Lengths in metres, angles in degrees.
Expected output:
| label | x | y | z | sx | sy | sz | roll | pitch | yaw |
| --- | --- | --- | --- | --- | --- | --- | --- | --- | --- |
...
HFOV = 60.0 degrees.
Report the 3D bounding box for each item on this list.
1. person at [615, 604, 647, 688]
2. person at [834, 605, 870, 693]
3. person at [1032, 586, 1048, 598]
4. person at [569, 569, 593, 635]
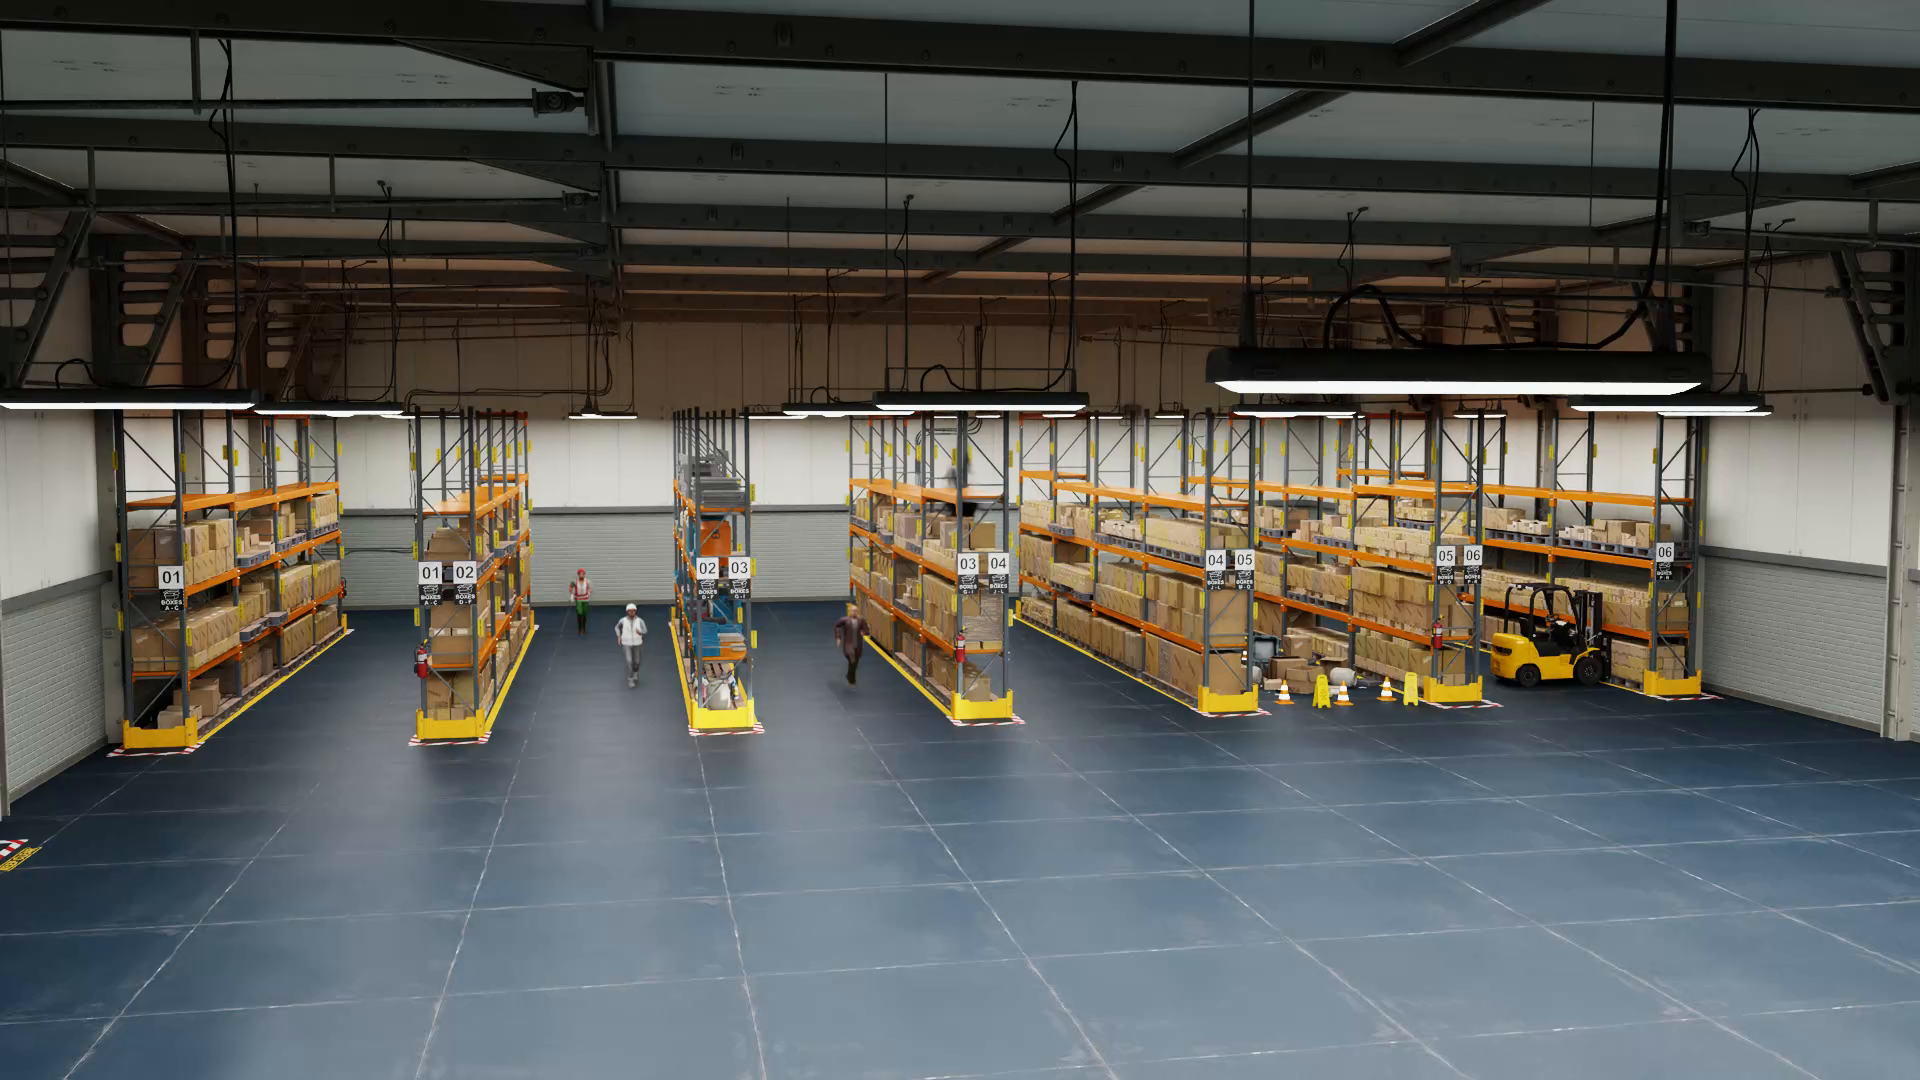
| label | x | y | z | sx | sy | sz | roll | pitch | yaw |
| --- | --- | --- | --- | --- | --- | --- | --- | --- | --- |
| person | -7.099 | 2.256 | 35.983 | 0.656 | 1.758 | 0.969 | -1 | 4 | -19 |
| person | -2.287 | 2.308 | 35.513 | 0.666 | 1.847 | 0.937 | -2 | 4 | -25 |
| person | 2.436 | 1.279 | 49.759 | 0.884 | 1.800 | 0.664 | -1 | 4 | -19 |
| person | -10.189 | 1.666 | 44.826 | 0.576 | 1.807 | 0.863 | -2 | 4 | -25 |
